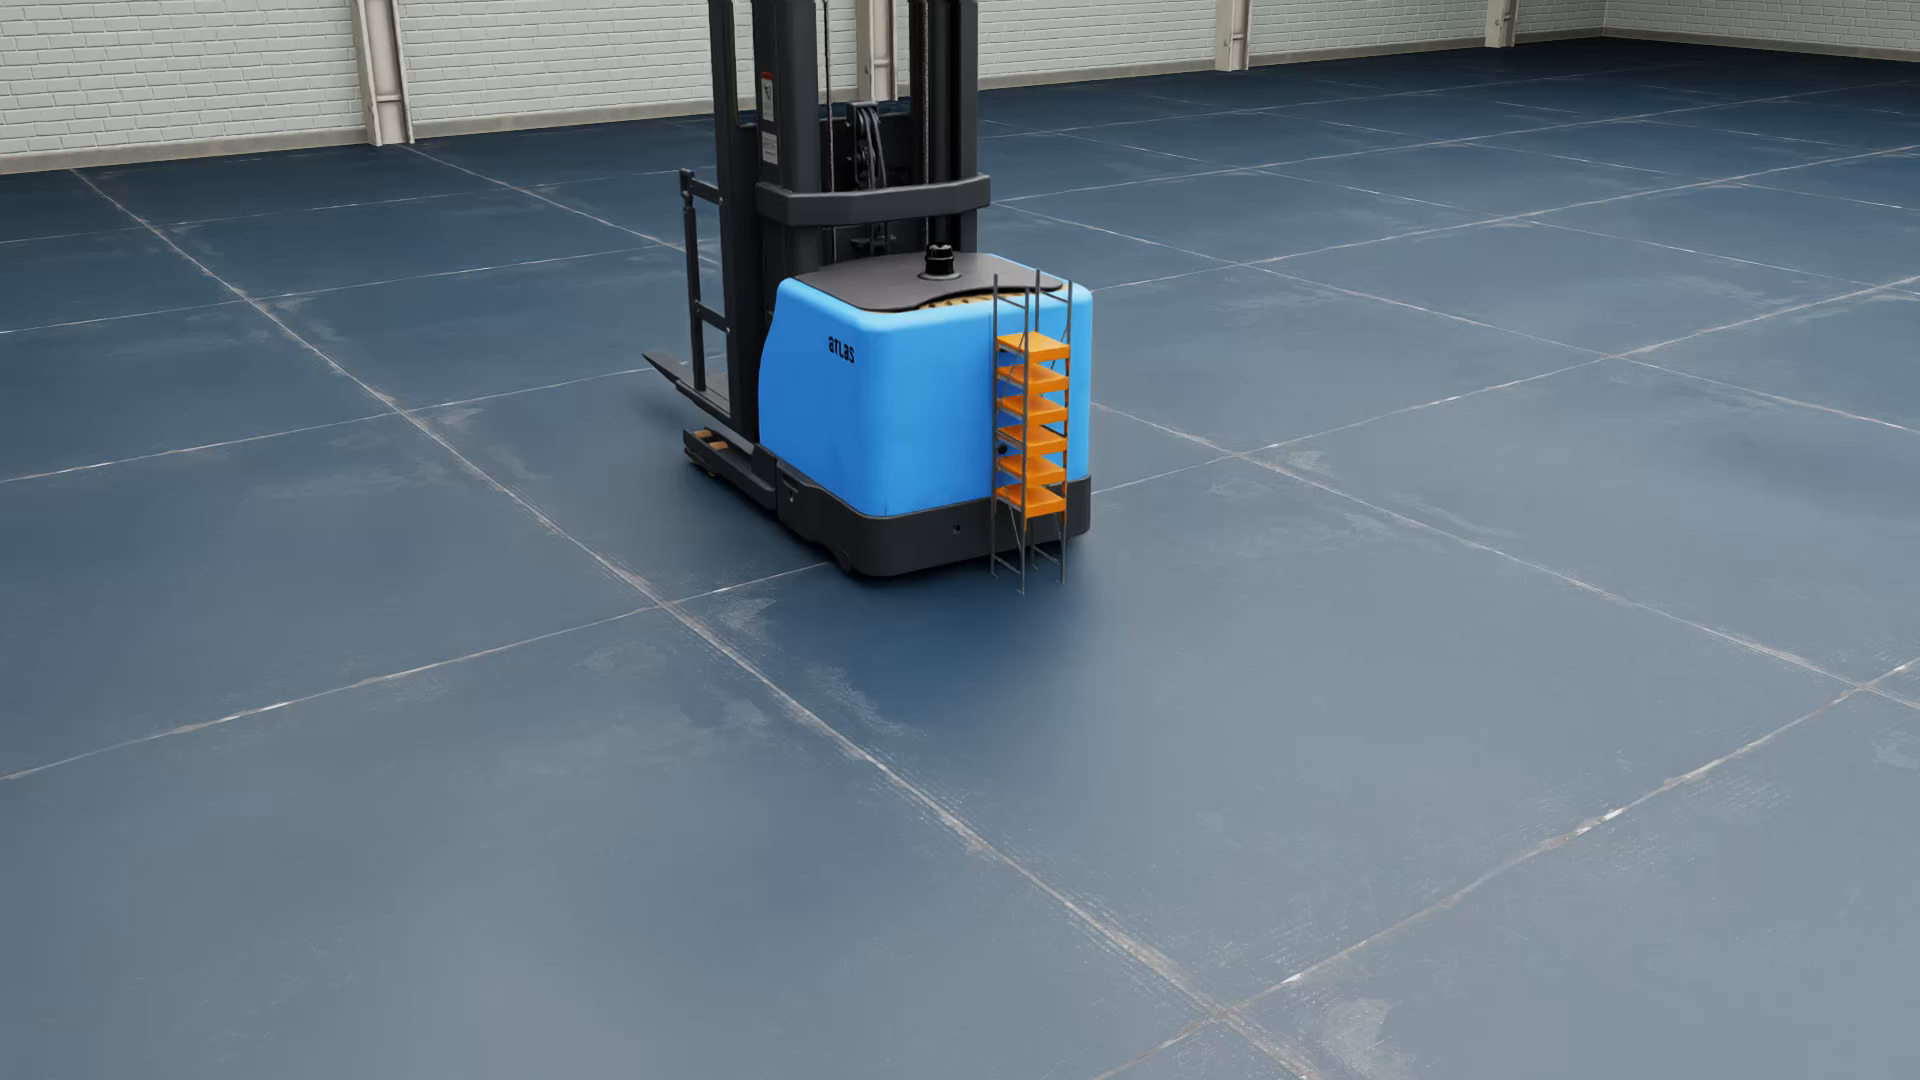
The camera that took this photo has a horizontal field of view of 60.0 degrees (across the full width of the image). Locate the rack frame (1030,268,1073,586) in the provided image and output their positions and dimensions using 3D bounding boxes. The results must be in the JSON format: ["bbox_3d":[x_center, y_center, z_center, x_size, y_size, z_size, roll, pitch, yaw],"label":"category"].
[{"bbox_3d":[0.343,-0.417,6.320,0.006,1.200,0.240,-12,25,-27],"label":"rack frame"}]

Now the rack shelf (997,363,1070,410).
[{"bbox_3d":[0.264,-0.581,6.204,0.180,0.103,0.258,-12,25,-27],"label":"rack shelf"}]

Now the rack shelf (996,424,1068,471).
[{"bbox_3d":[0.264,-0.359,6.294,0.180,0.103,0.258,-12,25,-27],"label":"rack shelf"}]

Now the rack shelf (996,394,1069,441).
[{"bbox_3d":[0.264,-0.470,6.249,0.180,0.103,0.258,-12,25,-27],"label":"rack shelf"}]

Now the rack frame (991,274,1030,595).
[{"bbox_3d":[0.184,-0.383,6.235,0.006,1.200,0.240,-12,25,-27],"label":"rack frame"}]

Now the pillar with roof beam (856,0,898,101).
[{"bbox_3d":[1.504,-8.291,15.531,0.400,9.000,9.100,-15,26,-33],"label":"pillar with roof beam"}]

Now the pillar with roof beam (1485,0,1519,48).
[{"bbox_3d":[11.245,-10.888,22.040,0.400,9.000,9.100,-15,26,-33],"label":"pillar with roof beam"}]

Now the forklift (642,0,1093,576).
[{"bbox_3d":[-0.635,-1.723,7.260,1.130,2.935,3.031,-12,25,-28],"label":"forklift"}]

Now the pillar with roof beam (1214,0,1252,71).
[{"bbox_3d":[6.374,-9.589,18.785,0.400,9.000,9.100,-15,26,-33],"label":"pillar with roof beam"}]

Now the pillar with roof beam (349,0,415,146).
[{"bbox_3d":[-3.367,-6.992,12.276,0.400,9.000,9.100,-15,26,-33],"label":"pillar with roof beam"}]

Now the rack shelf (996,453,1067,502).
[{"bbox_3d":[0.263,-0.247,6.339,0.180,0.103,0.258,-12,25,-27],"label":"rack shelf"}]

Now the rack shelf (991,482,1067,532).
[{"bbox_3d":[0.263,-0.136,6.384,0.180,0.103,0.258,-12,25,-27],"label":"rack shelf"}]

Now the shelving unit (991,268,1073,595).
[{"bbox_3d":[0.264,-0.400,6.278,0.189,1.200,0.258,-12,25,-27],"label":"shelving unit"}]

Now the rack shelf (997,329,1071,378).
[{"bbox_3d":[0.265,-0.692,6.159,0.180,0.103,0.258,-12,25,-27],"label":"rack shelf"}]
